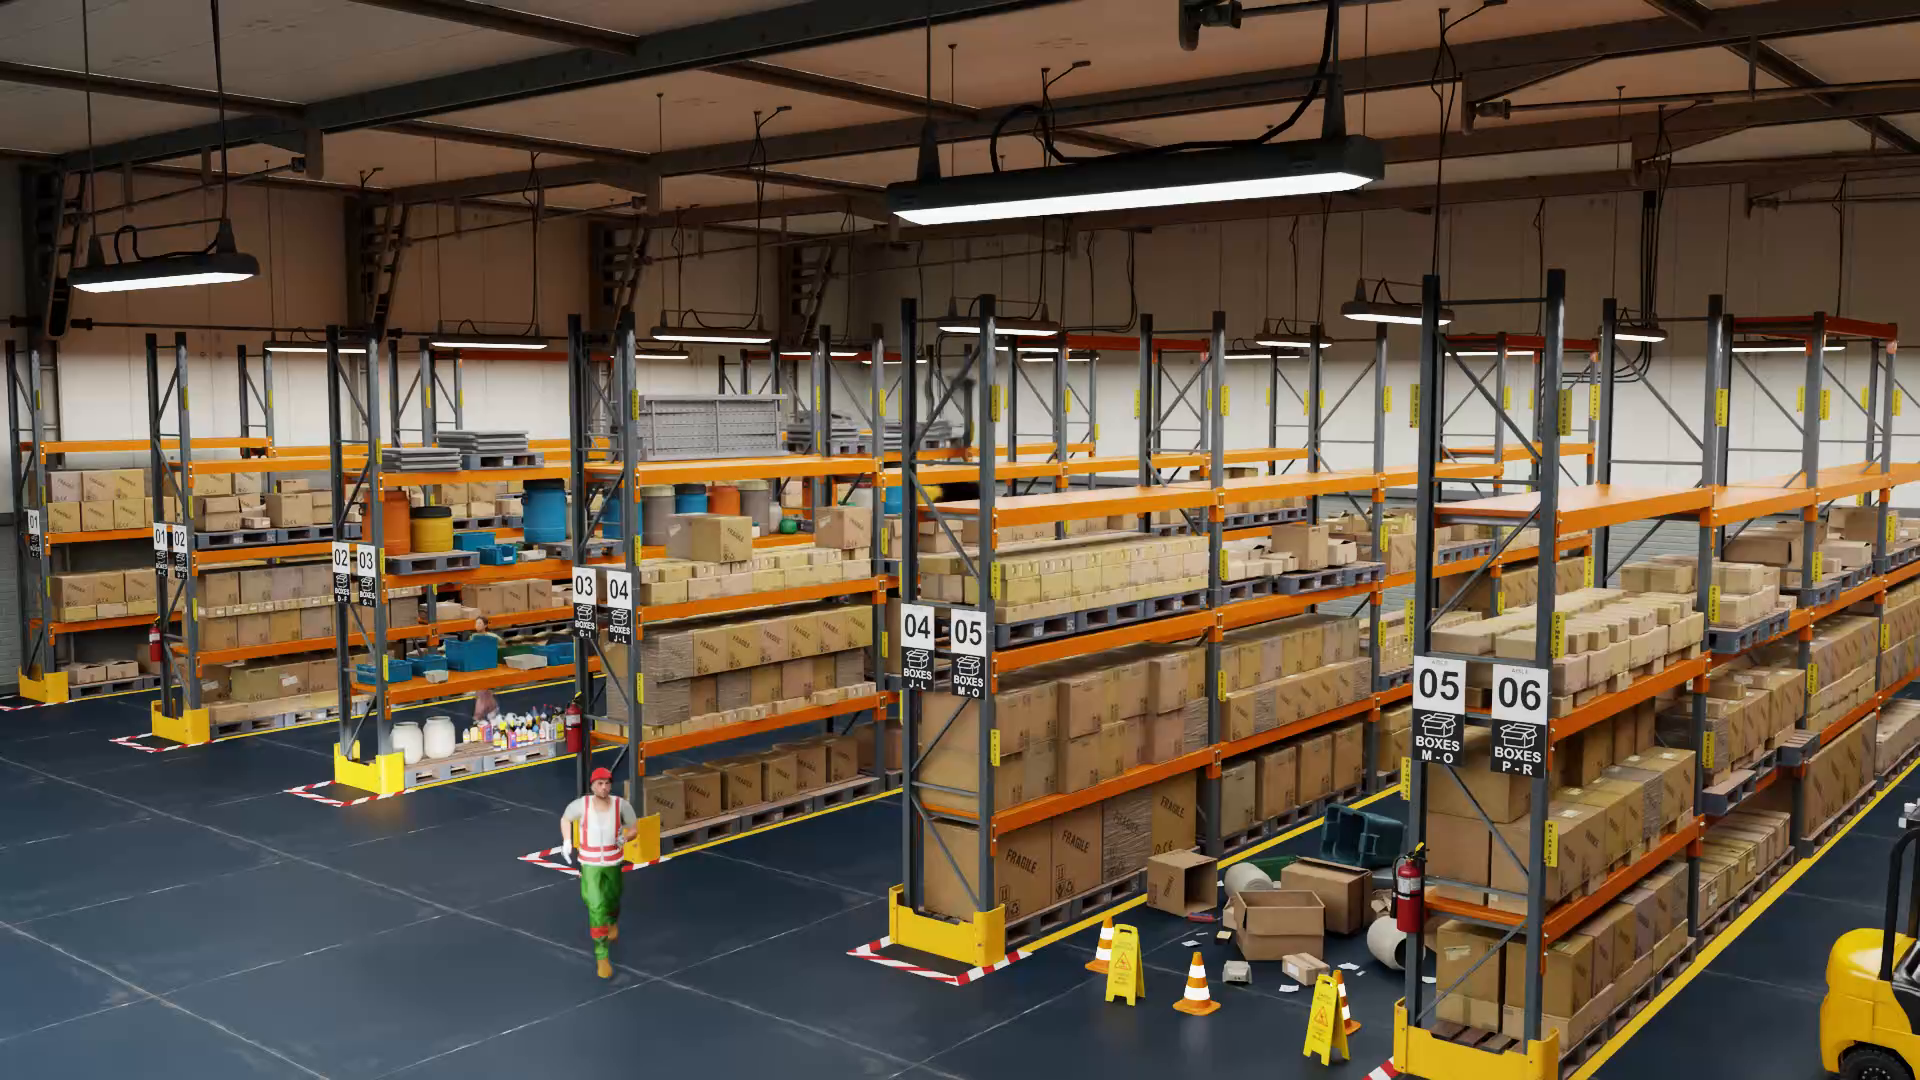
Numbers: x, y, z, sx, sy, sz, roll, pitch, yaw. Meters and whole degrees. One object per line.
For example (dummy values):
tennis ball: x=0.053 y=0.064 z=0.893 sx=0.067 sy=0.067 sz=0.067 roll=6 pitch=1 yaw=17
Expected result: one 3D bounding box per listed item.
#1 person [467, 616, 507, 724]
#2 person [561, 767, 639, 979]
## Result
person: x=-7.349 y=2.012 z=25.591 sx=0.571 sy=1.698 sz=0.882 roll=2 pitch=6 yaw=22
person: x=-3.239 y=2.915 z=14.993 sx=0.675 sy=1.792 sz=1.016 roll=-2 pitch=5 yaw=-17
